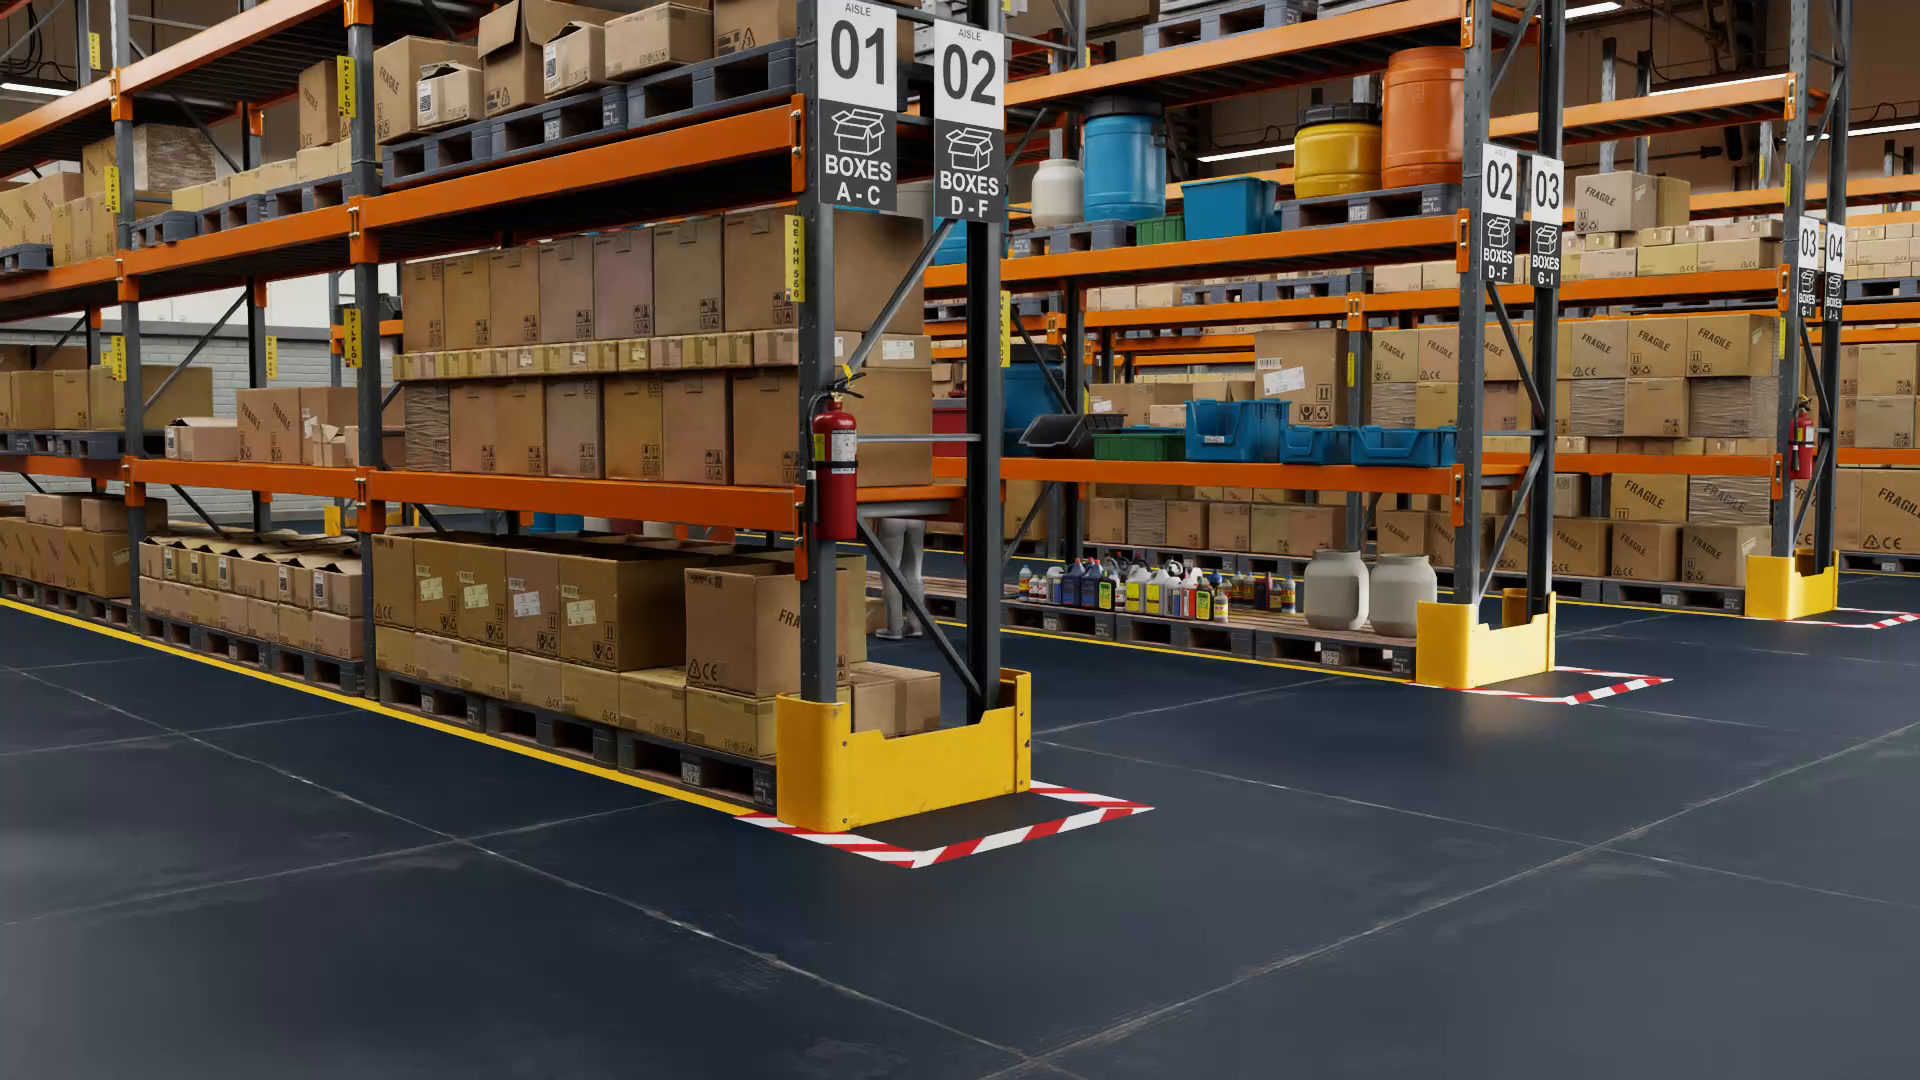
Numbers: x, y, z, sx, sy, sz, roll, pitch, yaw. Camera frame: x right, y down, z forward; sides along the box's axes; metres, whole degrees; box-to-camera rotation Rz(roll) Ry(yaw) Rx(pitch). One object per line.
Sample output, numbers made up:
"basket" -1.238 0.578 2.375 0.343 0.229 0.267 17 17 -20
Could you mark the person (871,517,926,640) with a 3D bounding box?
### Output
"person" -0.463 -0.115 12.078 0.447 1.708 0.396 -3 5 -35
